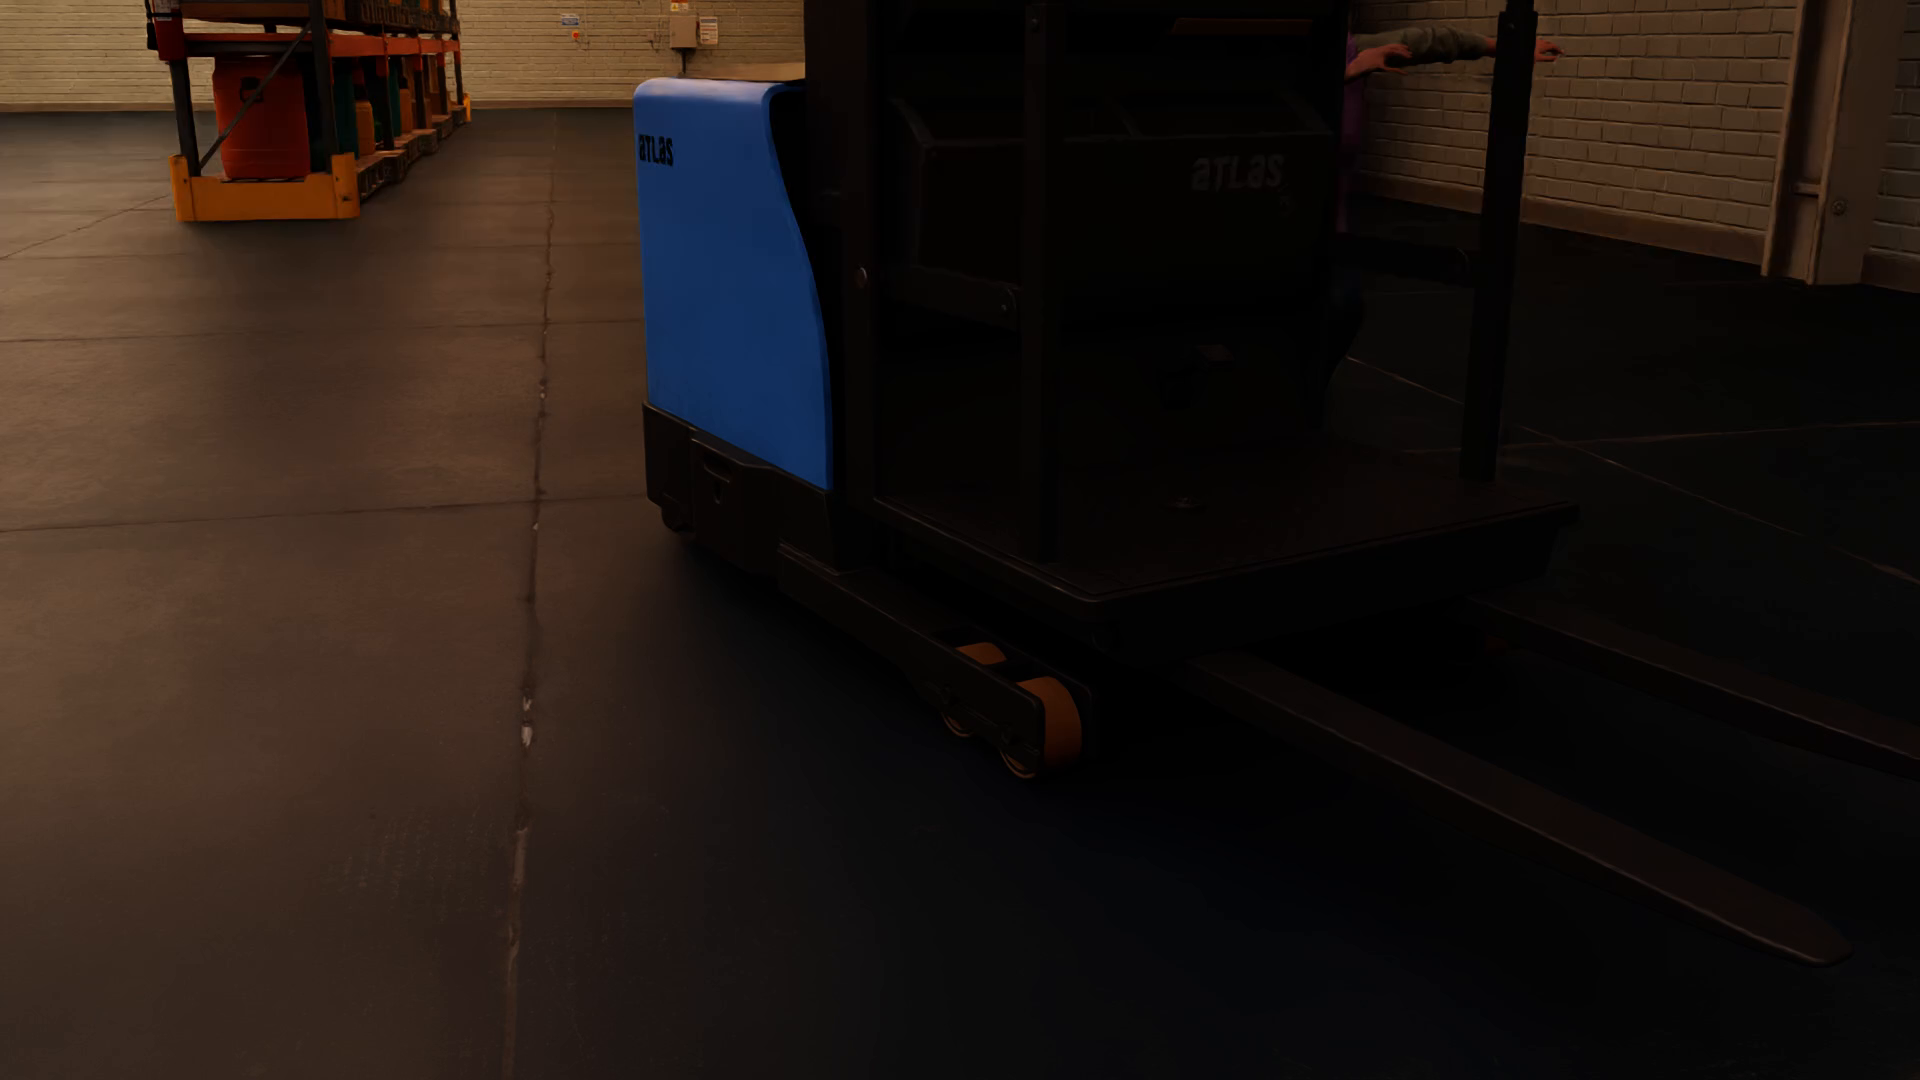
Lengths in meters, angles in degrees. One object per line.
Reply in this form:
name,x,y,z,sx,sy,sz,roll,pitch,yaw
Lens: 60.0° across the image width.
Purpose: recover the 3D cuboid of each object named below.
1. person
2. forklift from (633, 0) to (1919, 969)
person,0.941,-0.752,4.060,1.220,1.251,0.638,-1,17,-4
forklift,0.411,-1.166,2.792,1.130,2.935,3.031,-10,19,-29
